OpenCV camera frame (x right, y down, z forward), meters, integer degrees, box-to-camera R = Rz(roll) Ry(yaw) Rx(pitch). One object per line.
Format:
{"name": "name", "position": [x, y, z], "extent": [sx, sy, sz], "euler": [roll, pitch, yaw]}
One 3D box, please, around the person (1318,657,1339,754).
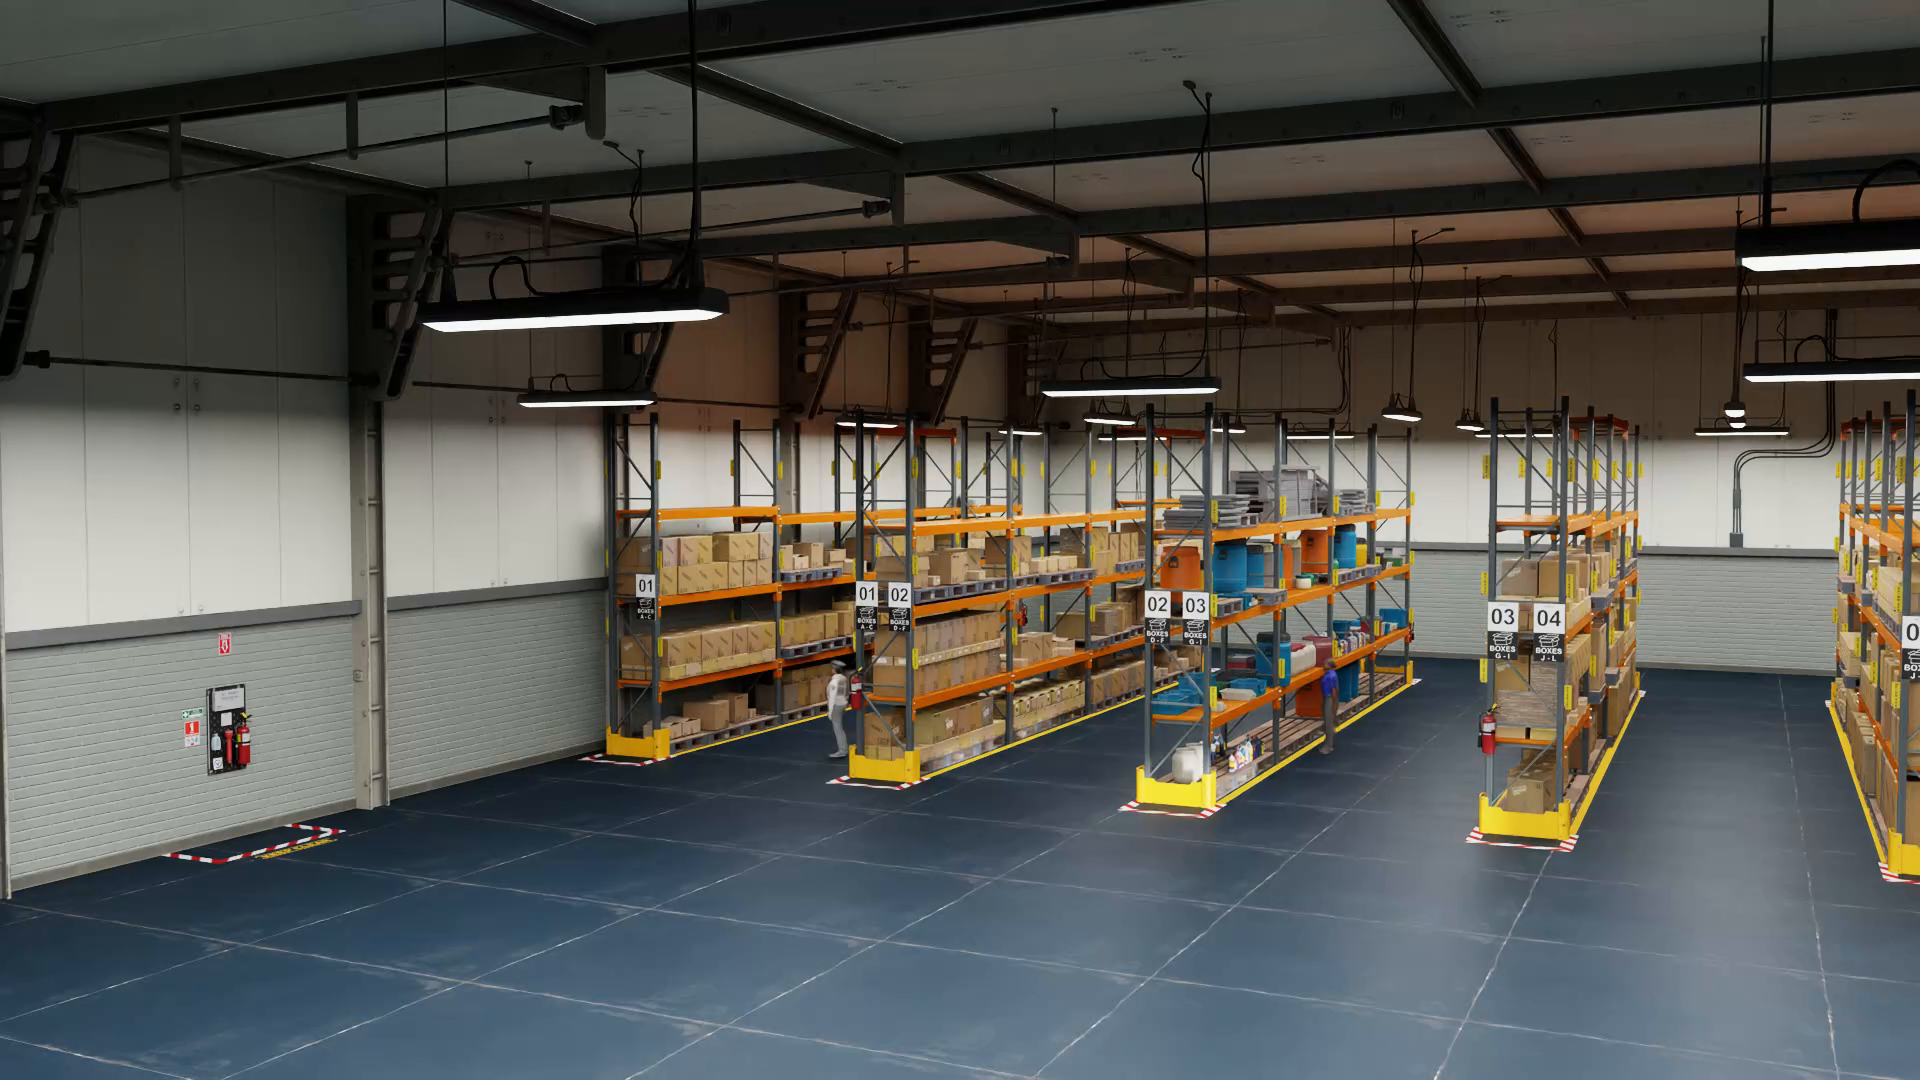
{"name": "person", "position": [6.531, 2.940, 29.572], "extent": [0.396, 1.689, 0.589], "euler": [0, 2, 3]}

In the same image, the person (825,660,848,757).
{"name": "person", "position": [-2.144, 2.955, 28.977], "extent": [0.372, 1.720, 0.569], "euler": [1, 3, 17]}
